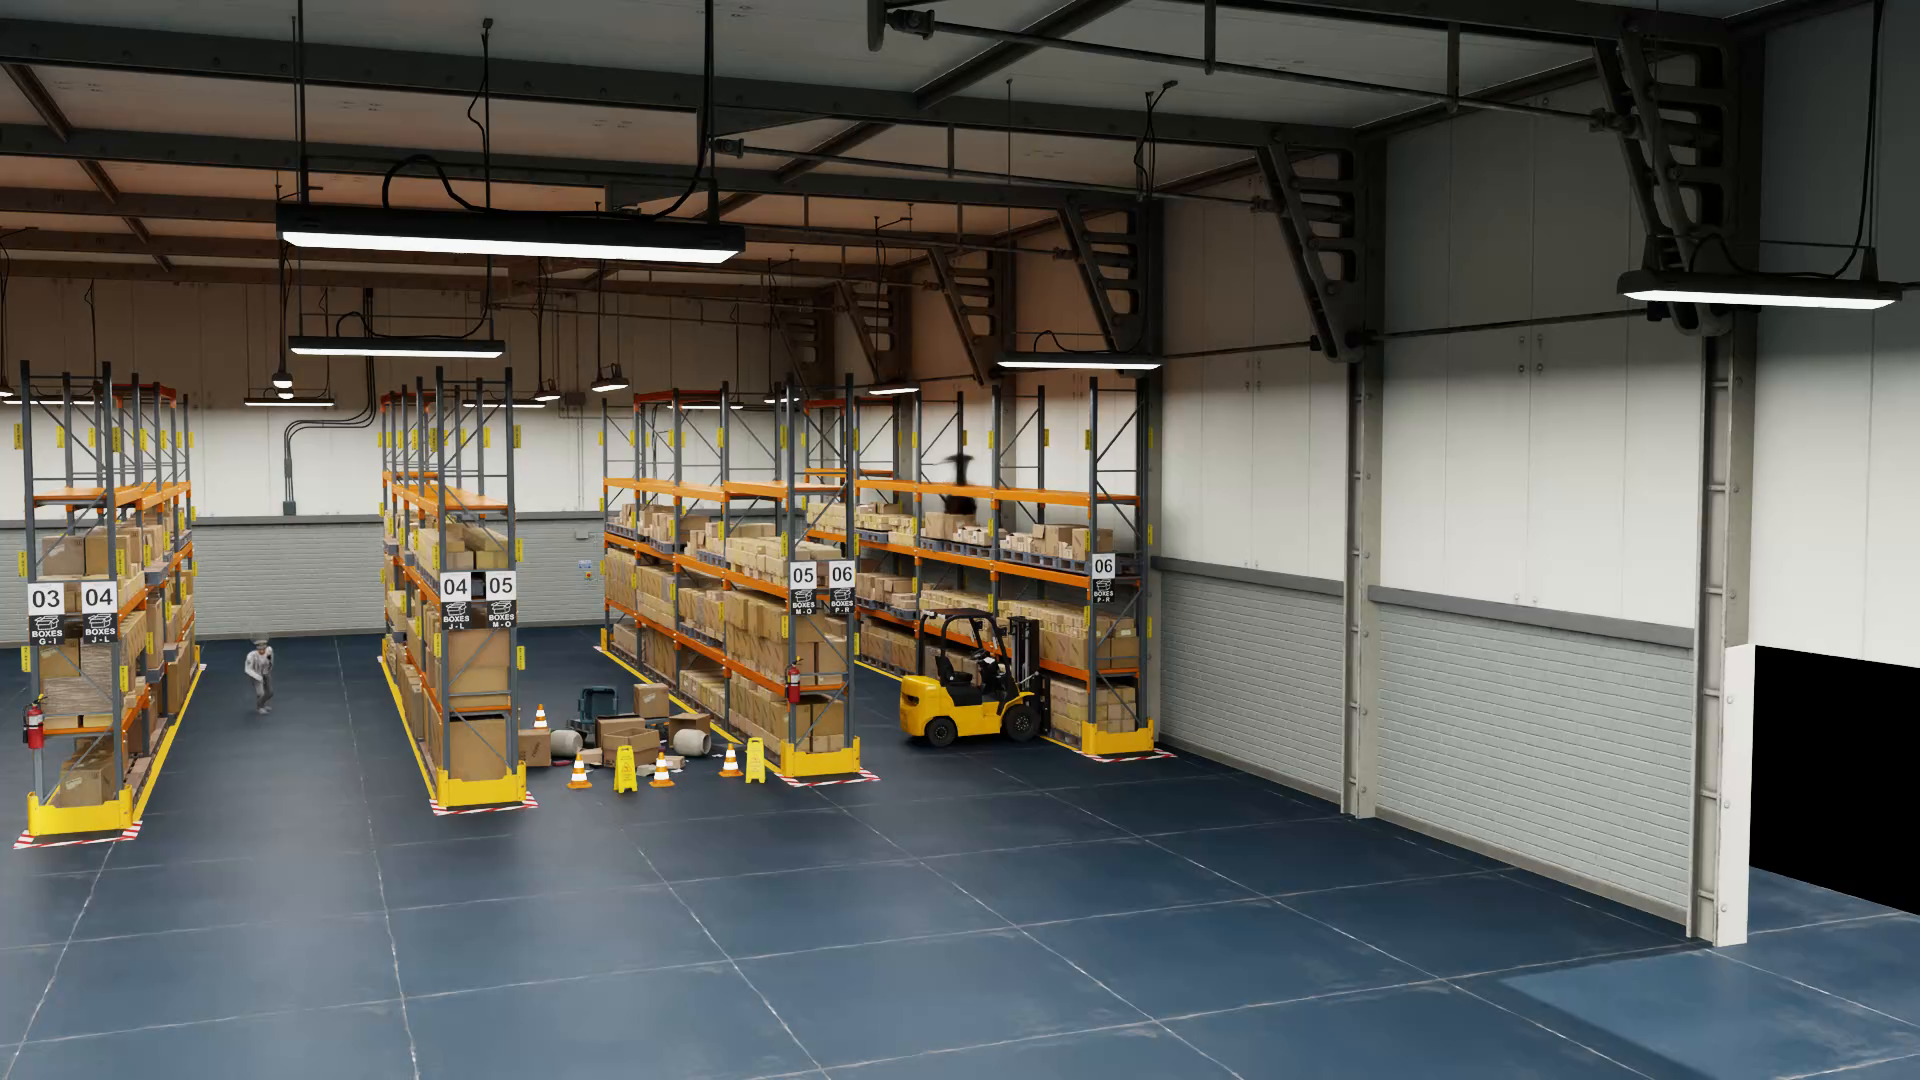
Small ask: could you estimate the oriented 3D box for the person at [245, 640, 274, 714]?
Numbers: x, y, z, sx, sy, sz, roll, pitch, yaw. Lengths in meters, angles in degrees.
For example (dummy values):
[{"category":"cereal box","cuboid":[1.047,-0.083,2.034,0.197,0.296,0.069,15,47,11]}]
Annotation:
[{"category":"person","cuboid":[-12.710,2.480,30.231,0.884,1.401,0.644,3,5,41]}]
